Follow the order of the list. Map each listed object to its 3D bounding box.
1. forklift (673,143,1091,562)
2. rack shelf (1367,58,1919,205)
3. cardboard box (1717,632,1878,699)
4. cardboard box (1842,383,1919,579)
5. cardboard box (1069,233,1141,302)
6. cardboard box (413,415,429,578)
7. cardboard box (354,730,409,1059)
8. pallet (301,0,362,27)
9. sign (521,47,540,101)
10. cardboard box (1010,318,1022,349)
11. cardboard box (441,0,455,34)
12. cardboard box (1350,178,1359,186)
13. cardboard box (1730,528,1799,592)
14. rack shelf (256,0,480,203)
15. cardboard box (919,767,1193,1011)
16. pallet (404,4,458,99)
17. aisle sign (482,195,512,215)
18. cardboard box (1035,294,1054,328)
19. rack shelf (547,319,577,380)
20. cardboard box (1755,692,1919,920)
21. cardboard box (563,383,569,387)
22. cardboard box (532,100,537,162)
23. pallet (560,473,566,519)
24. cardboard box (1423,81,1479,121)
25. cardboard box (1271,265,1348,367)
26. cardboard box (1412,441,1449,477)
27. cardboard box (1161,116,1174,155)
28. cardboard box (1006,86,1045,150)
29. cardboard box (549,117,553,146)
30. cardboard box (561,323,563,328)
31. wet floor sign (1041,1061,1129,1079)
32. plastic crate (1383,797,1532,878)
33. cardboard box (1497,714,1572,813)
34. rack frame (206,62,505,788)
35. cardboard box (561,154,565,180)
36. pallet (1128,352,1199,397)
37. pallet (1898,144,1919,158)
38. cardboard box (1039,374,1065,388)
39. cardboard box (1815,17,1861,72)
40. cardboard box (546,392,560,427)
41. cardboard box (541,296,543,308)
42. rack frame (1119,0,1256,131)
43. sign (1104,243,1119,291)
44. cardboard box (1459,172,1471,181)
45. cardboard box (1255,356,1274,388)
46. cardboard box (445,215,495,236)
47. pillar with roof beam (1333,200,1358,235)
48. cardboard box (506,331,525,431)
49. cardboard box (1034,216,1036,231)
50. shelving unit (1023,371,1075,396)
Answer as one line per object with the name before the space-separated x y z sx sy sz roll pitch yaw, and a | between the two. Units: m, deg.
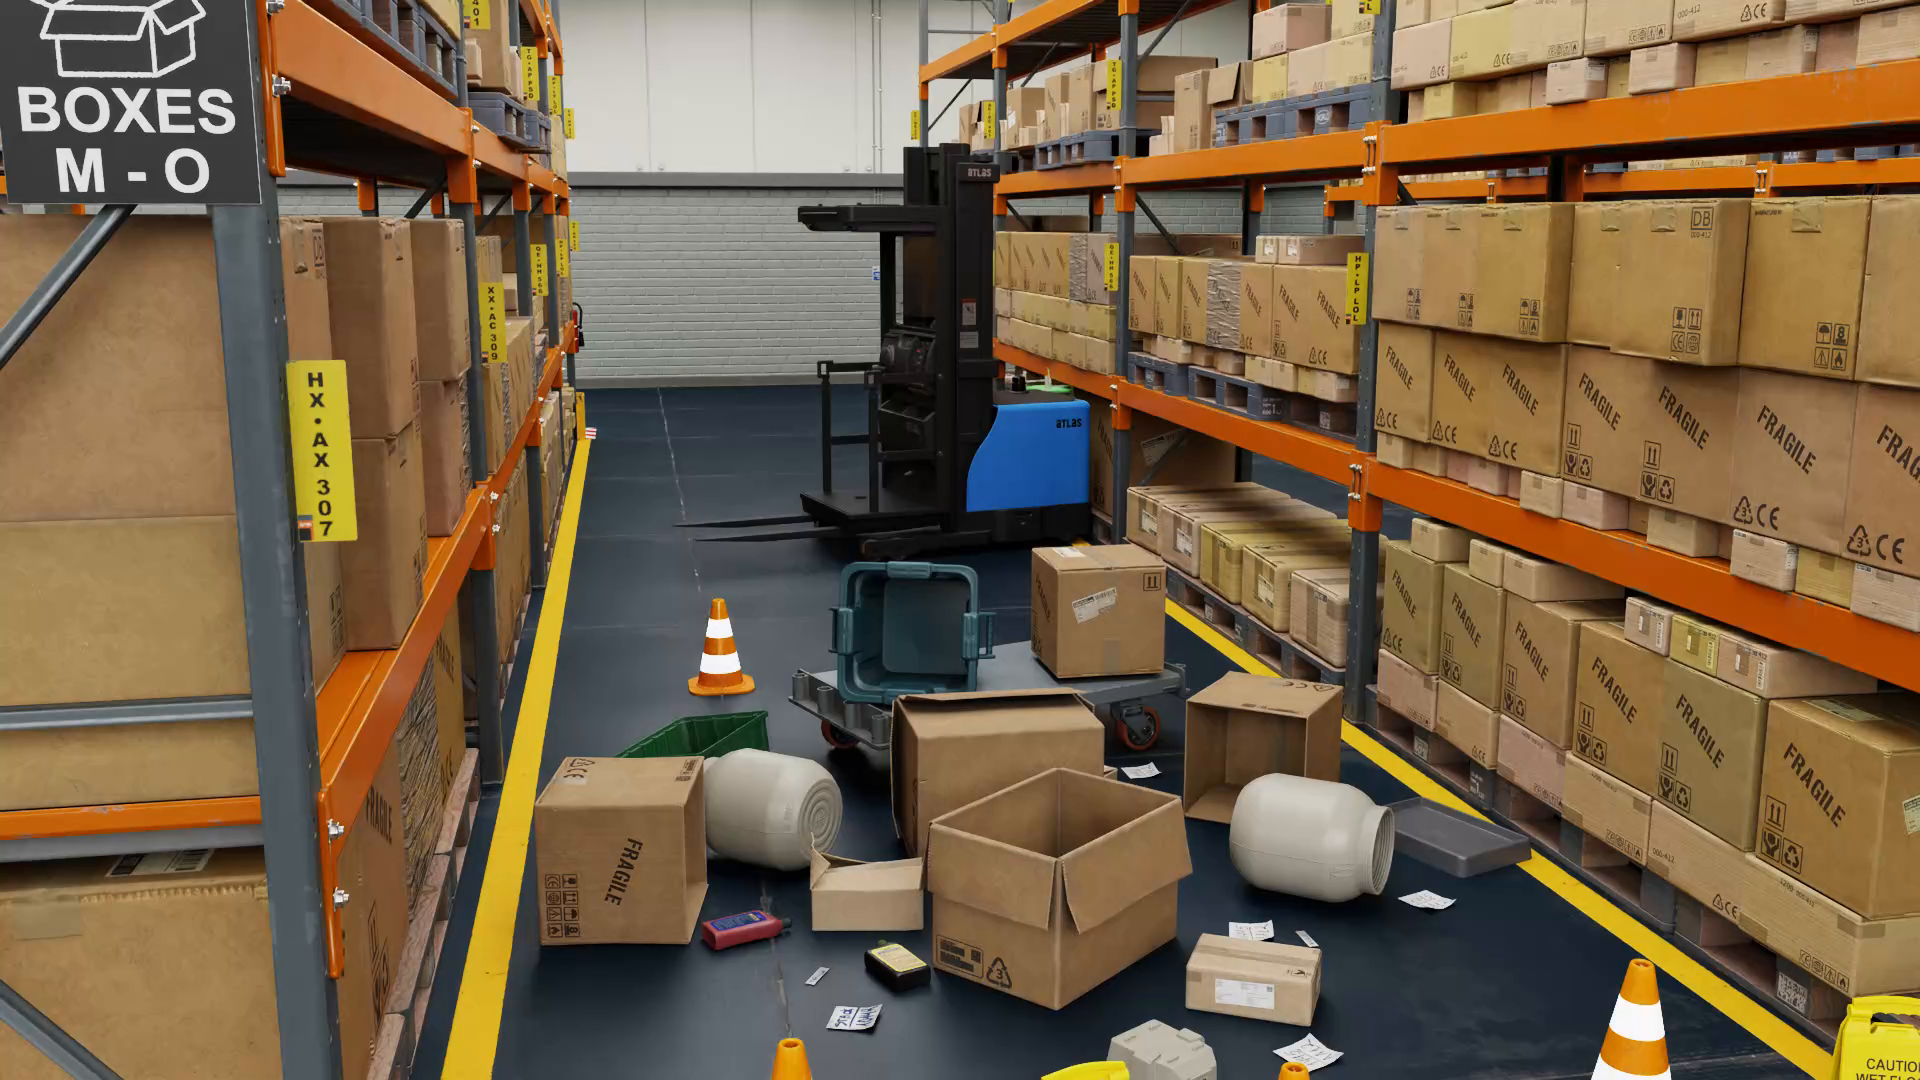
forklift | -0.571 -1.392 12.171 3.031 2.935 1.130 -5 12 -24
rack shelf | 2.758 -1.361 5.725 1.077 0.370 4.000 -2 11 -11
cardboard box | 2.599 0.381 5.161 0.380 0.149 0.250 -2 11 -9
cardboard box | 2.772 -0.158 4.444 0.500 0.500 0.500 -2 11 -12
cardboard box | 1.127 -2.060 12.558 0.500 0.500 0.500 -2 11 -10
cardboard box | -2.063 -0.118 4.894 0.875 0.550 0.500 -2 11 -11
cardboard box | -2.058 0.879 4.615 0.875 0.875 0.875 -2 11 -12
pallet | -1.843 -1.241 3.408 1.003 0.211 1.213 -2 11 -11
sign | -2.698 -2.927 10.438 0.100 0.325 0.005 -2 11 -11
cardboard box | 0.742 -1.816 14.615 0.500 0.250 0.500 -2 11 -12
cardboard box | -2.033 -1.913 5.984 0.380 0.149 0.250 -2 11 -10
cardboard box | 4.814 -4.225 19.524 0.380 0.149 0.250 -2 11 -10
cardboard box | 2.598 0.053 5.070 0.380 0.149 0.250 -2 11 -10
rack shelf | -2.077 -1.162 4.681 1.077 0.370 4.000 -2 11 -11
cardboard box | 0.322 1.123 5.453 0.637 0.503 0.797 9 14 38
pallet | -2.317 -1.688 5.759 1.003 0.211 1.213 -2 11 -11
aisle sign | -5.109 -3.889 18.155 0.394 0.787 0.004 -2 11 -11
cardboard box | 0.924 -1.875 13.588 0.500 0.250 0.500 -2 11 -13
rack shelf | -4.411 -1.889 16.525 1.077 0.370 4.000 -2 11 -11
cardboard box | 2.736 0.765 4.880 0.500 0.500 0.500 -2 11 -11
cardboard box | -4.449 -1.620 18.095 0.380 0.149 0.250 -2 11 -10
cardboard box | -3.199 -2.871 11.468 0.500 0.500 0.500 -2 11 -11
pallet | -3.869 -0.363 14.041 1.003 0.211 1.213 -2 11 -11
cardboard box | 2.183 -1.841 6.997 0.380 0.149 0.250 -2 11 -11
cardboard box | 1.957 -1.176 8.667 0.500 0.500 0.500 -2 11 -11
cardboard box | 2.216 -0.370 7.290 0.380 0.149 0.250 -2 11 -9
cardboard box | 1.536 -2.638 10.869 0.396 0.266 0.258 -2 11 -11
cardboard box | 0.701 -3.631 14.340 0.500 0.500 0.500 -2 11 -12
cardboard box | -3.881 -3.618 14.727 0.500 0.250 0.500 -2 11 -9
cardboard box | -4.060 -2.056 16.149 0.380 0.149 0.250 -2 11 -8
wet floor sign | 0.259 1.415 3.538 0.267 0.644 0.232 -4 12 -21
plastic crate | 1.871 1.145 6.468 0.402 0.080 0.583 -6 13 -31
cardboard box | 2.440 0.850 6.440 0.500 0.250 0.500 -2 11 -12
rack frame | -2.466 -0.409 6.822 1.000 3.000 0.127 -2 11 -11
cardboard box | -4.140 -3.654 16.251 0.500 0.250 0.500 -2 11 -8
pallet | 1.835 -1.120 11.071 1.213 0.211 1.003 -2 11 -11
pallet | 6.900 -2.577 10.695 1.003 0.211 1.213 -2 11 -8
cardboard box | 1.196 -0.961 14.282 0.875 0.875 0.875 -2 11 -9
cardboard box | 2.721 -1.422 4.797 0.380 0.149 0.250 -2 11 -11
cardboard box | -3.629 -1.095 13.986 0.500 0.250 0.500 -2 11 -13
cardboard box | -3.751 -2.039 14.141 0.380 0.149 0.250 -2 11 -9
rack frame | 1.592 -4.288 11.158 1.000 3.000 0.127 -2 11 -11
sign | 1.048 -1.889 11.502 0.100 0.325 0.005 -2 11 -11
cardboard box | 5.278 -3.706 16.795 0.380 0.149 0.250 -2 11 -11
cardboard box | 1.826 -0.916 9.036 0.380 0.149 0.250 -2 11 -11
cardboard box | -4.379 -2.639 14.801 0.500 0.500 0.500 -3 11 -13
pillar with roof beam | 1.041 -6.307 21.767 9.100 9.000 0.400 -2 11 -11
cardboard box | -2.597 -0.842 8.828 0.500 0.500 0.500 -2 11 -10
cardboard box | 0.850 -3.093 16.246 0.380 0.149 0.250 -2 11 -12
shelving unit | 0.718 -0.746 13.395 0.258 1.200 0.503 -5 12 -18
